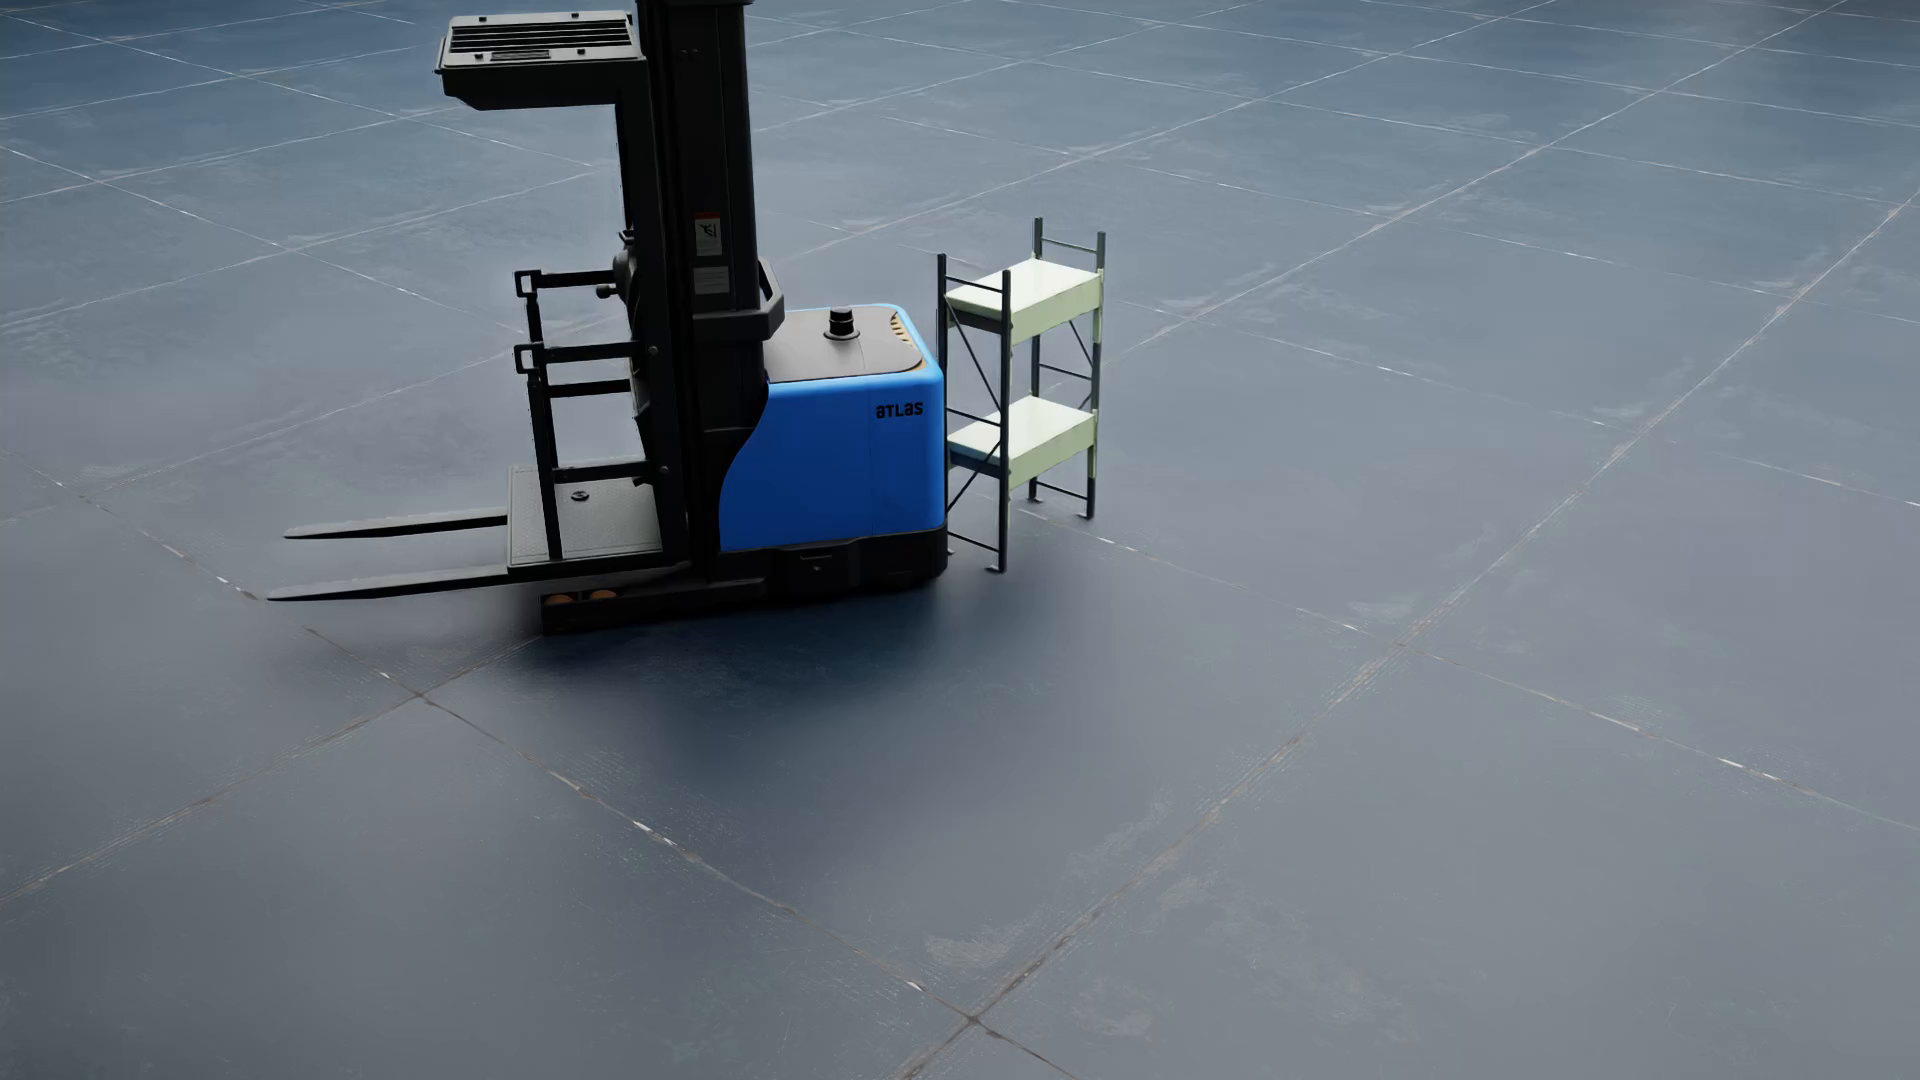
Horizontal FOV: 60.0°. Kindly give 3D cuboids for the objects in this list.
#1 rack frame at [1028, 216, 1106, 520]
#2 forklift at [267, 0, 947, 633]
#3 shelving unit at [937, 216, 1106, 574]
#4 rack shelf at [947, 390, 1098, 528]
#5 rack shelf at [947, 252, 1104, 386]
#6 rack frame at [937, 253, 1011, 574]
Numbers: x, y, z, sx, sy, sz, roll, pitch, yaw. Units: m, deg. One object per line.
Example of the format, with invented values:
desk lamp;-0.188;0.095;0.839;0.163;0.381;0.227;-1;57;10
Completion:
rack frame;0.520;-0.829;8.220;0.400;1.500;0.023;20;34;34
forklift;-1.633;-1.154;7.291;3.031;2.935;1.130;-6;28;-12
shelving unit;0.290;-0.698;7.967;0.431;1.500;0.755;20;34;34
rack shelf;0.290;-0.408;8.117;0.431;0.370;0.720;20;34;34
rack shelf;0.290;-1.045;7.787;0.431;0.370;0.720;20;34;34
rack frame;0.061;-0.567;7.714;0.400;1.500;0.023;20;34;34
